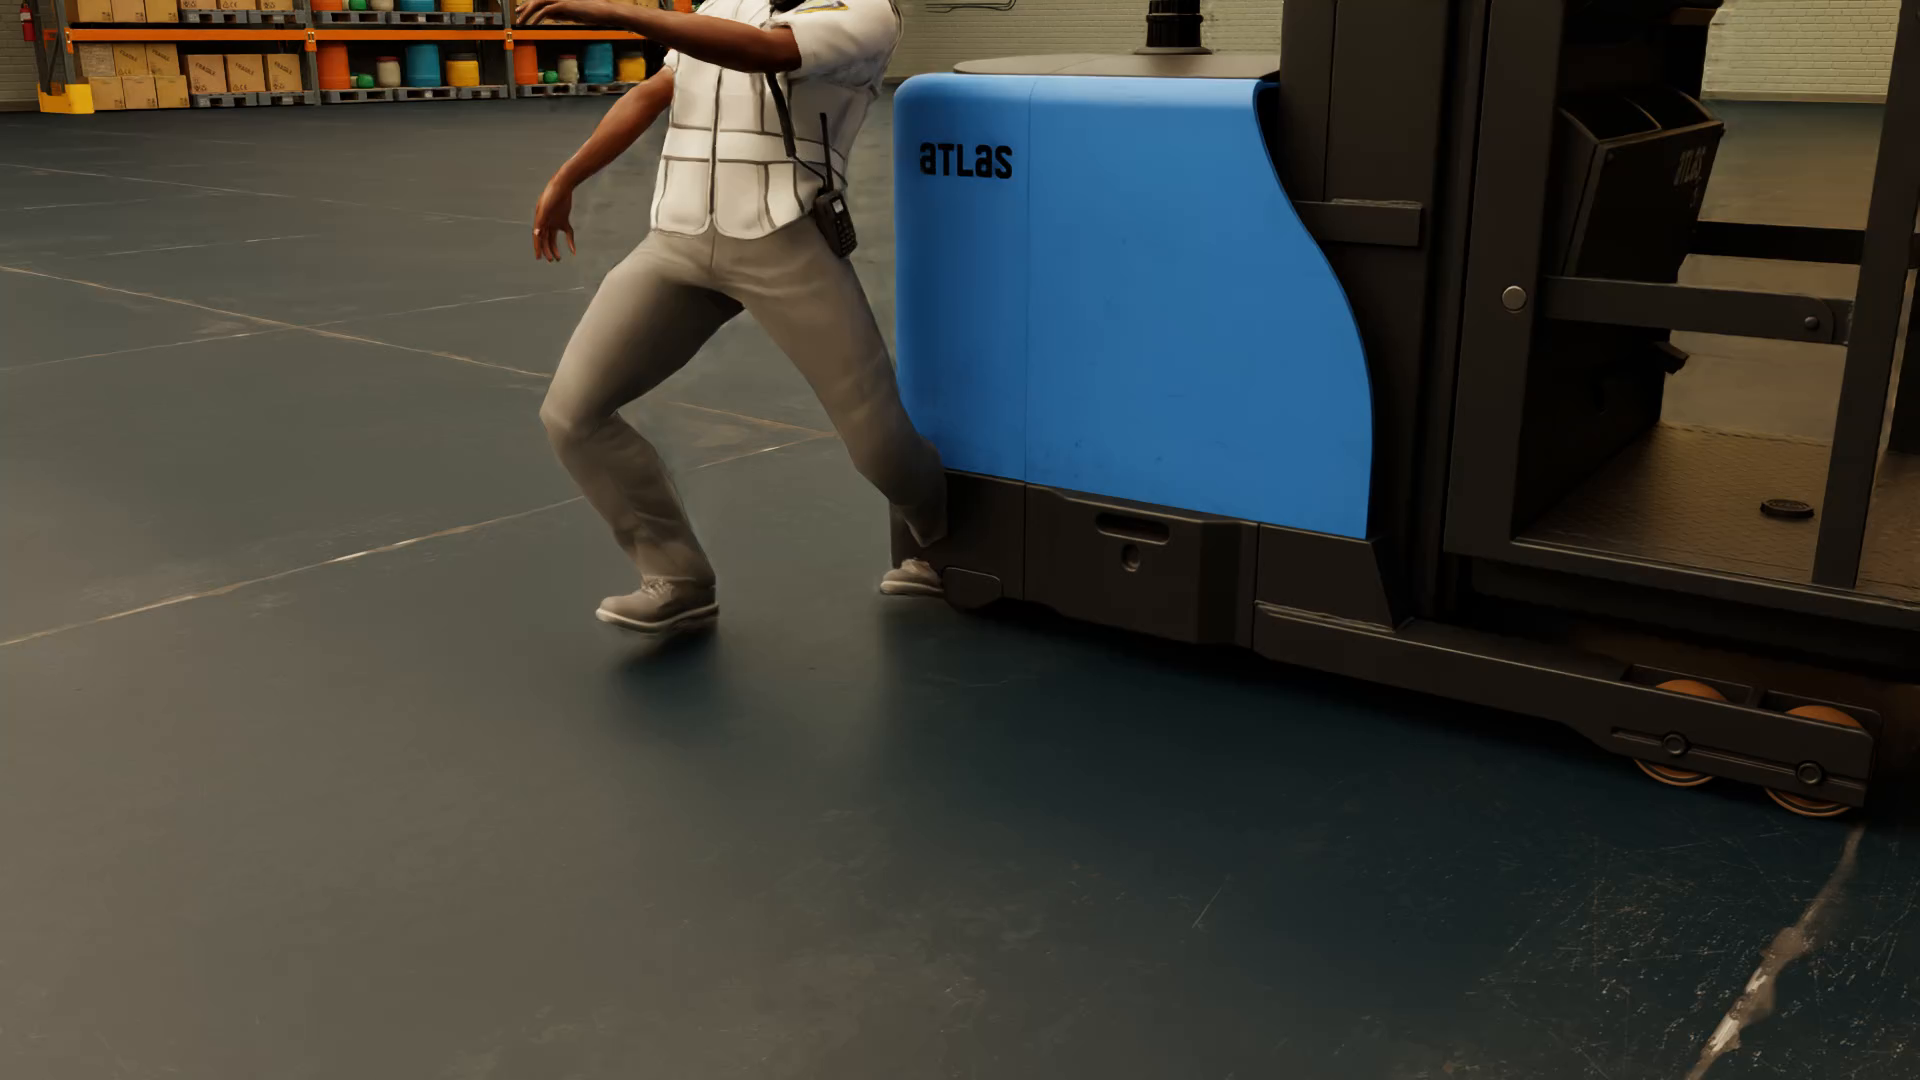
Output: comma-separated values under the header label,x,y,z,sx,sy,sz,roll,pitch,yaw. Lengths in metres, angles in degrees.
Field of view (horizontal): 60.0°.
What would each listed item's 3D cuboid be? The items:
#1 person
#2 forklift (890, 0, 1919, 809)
label,x,y,z,sx,sy,sz,roll,pitch,yaw
person,-0.447,-0.562,3.140,0.798,1.492,0.815,7,18,22
forklift,1.362,-1.154,2.698,3.031,2.935,1.130,11,20,32
